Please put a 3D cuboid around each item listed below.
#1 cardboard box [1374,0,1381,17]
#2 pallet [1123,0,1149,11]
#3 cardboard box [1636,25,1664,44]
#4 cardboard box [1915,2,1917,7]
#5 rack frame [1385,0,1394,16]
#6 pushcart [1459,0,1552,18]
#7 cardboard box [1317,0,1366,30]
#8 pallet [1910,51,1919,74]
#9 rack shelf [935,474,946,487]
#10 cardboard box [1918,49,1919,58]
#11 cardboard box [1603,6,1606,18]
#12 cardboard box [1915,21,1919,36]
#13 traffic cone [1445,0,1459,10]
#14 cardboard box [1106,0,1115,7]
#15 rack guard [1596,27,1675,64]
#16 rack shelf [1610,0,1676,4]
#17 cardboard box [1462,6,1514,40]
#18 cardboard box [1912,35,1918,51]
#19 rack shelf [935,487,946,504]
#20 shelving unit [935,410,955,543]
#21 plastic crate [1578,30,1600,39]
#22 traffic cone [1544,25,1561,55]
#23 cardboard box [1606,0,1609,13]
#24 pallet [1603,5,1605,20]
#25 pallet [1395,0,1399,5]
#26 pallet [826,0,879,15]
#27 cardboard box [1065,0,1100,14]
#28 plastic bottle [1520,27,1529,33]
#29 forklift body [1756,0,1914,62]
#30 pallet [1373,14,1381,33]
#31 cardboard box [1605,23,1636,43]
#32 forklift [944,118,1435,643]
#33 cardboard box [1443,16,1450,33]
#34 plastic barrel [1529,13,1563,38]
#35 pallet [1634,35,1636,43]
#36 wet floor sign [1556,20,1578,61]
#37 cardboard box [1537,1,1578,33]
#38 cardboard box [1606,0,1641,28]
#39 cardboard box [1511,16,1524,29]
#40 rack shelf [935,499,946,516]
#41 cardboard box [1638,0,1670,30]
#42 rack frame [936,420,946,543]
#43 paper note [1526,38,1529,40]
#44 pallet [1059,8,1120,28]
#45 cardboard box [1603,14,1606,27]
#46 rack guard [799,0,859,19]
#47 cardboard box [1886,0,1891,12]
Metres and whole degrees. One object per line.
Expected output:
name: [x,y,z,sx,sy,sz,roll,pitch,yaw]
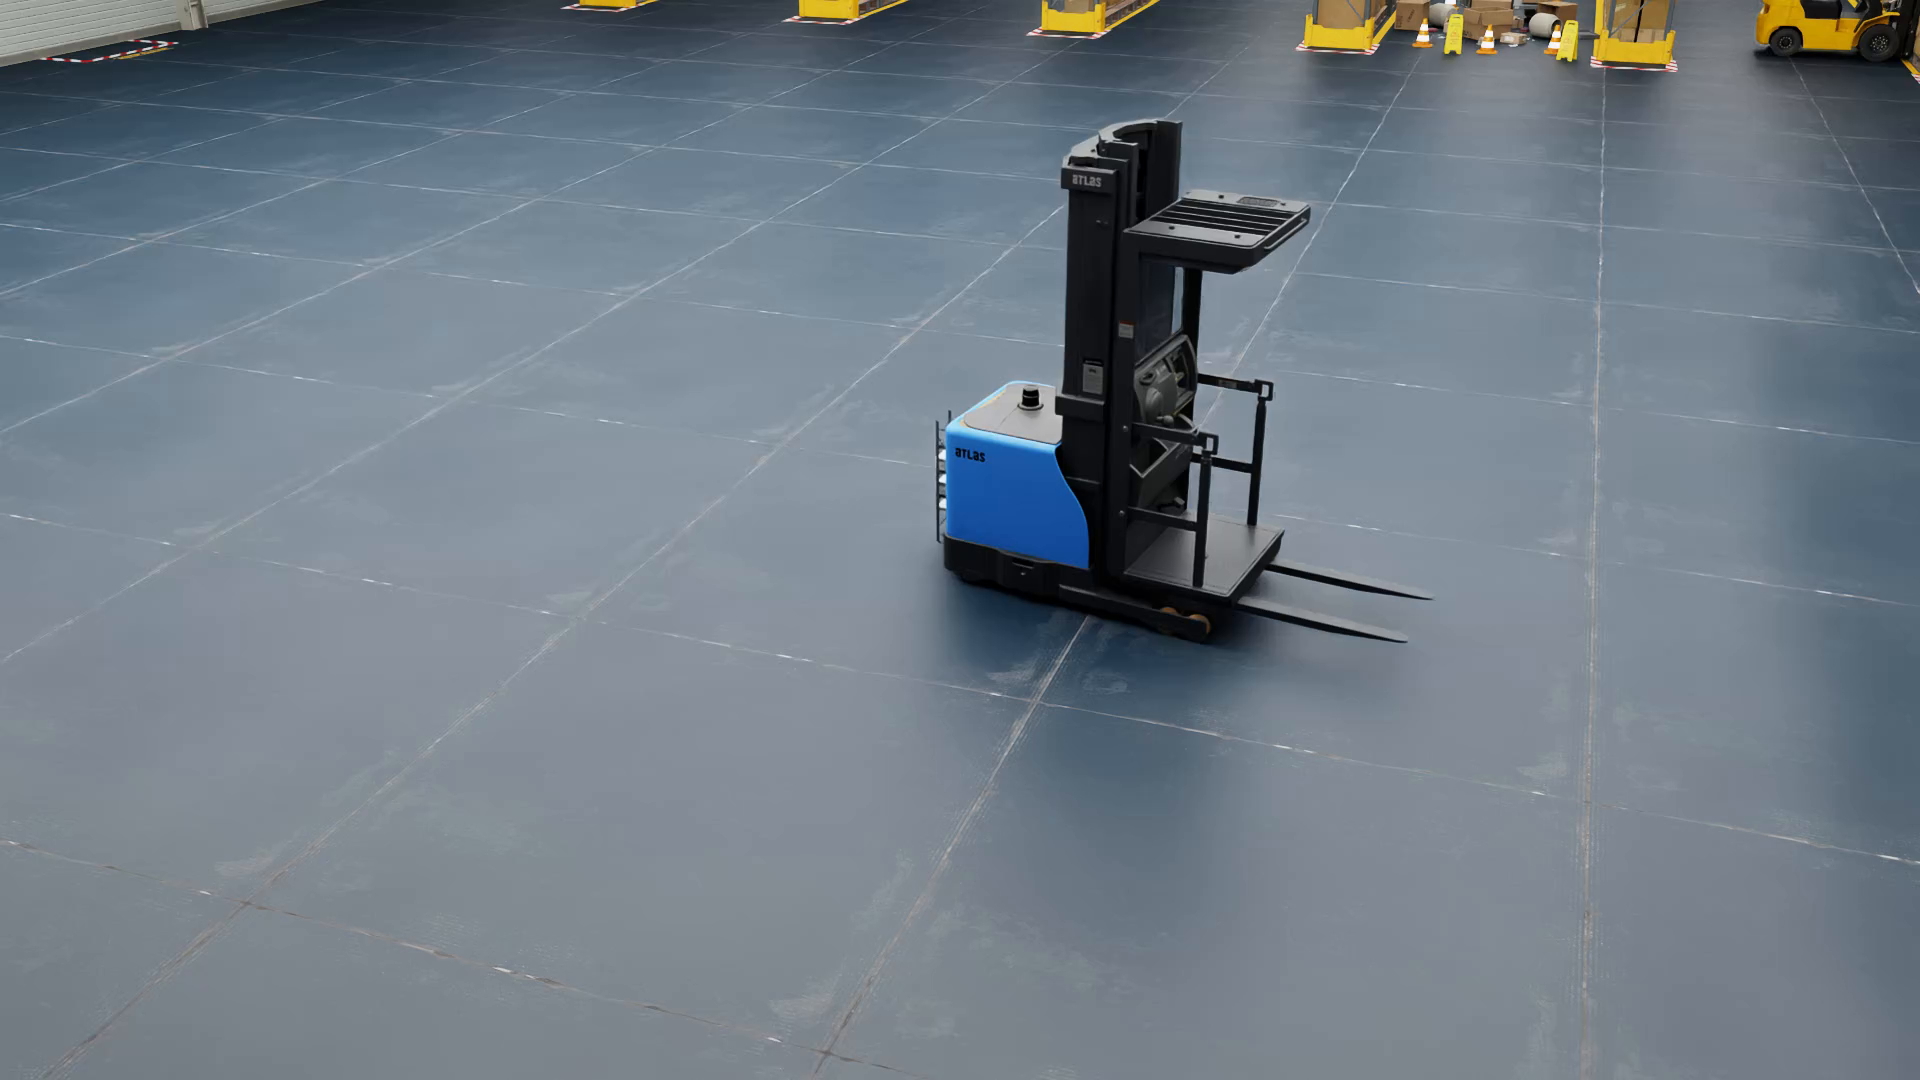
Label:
cardboard box: [7.507,-10.428,31.526,0.875,0.875,0.875,9,27,18]
pallet: [3.245,-11.039,34.032,1.003,0.211,1.213,9,27,17]
cardboard box: [11.978,-8.737,28.751,0.500,0.250,0.500,9,27,17]
cardboard box: [16.489,-9.039,28.226,0.500,0.250,0.500,8,27,16]
rack frame: [8.078,-11.815,32.433,1.000,3.000,0.127,9,27,17]
pushcart: [10.613,-10.268,32.248,1.648,0.377,0.936,0,26,-1]
cardboard box: [6.911,-9.692,30.005,0.875,0.875,0.875,9,27,18]
pallet: [16.346,-7.842,27.427,1.003,0.211,1.213,9,27,17]
rack shelf: [-0.010,-0.381,11.305,0.258,0.077,0.200,11,28,21]
cardboard box: [15.989,-7.967,27.159,0.500,0.250,0.500,9,27,18]
cardboard box: [12.329,-9.887,31.124,0.500,0.250,0.500,7,27,15]
cardboard box: [16.327,-8.618,27.930,0.500,0.250,0.500,8,27,16]
traffic cone: [9.949,-11.005,33.672,0.336,0.463,0.334,9,27,17]
cardboard box: [2.720,-10.755,32.631,0.500,0.500,0.500,11,28,22]
rack guard: [11.474,-8.401,28.251,1.175,0.500,0.348,9,27,17]
rack shelf: [12.114,-9.993,29.496,1.077,0.370,4.000,9,27,17]
cardboard box: [9.646,-9.460,30.434,0.797,0.503,0.637,-9,27,-18]
cardboard box: [16.339,-8.374,28.000,0.500,0.250,0.500,9,27,18]
rack shelf: [-0.010,-0.300,11.344,0.258,0.077,0.200,11,28,21]
shelving unit: [-0.010,-0.411,11.291,0.258,0.900,0.210,11,28,21]
plastic crate: [11.484,-9.298,30.586,0.402,0.080,0.583,0,26,-1]
traffic cone: [10.375,-8.717,28.946,0.336,0.463,0.334,9,27,17]
cardboard box: [11.814,-9.572,29.614,0.500,0.500,0.500,8,27,16]
pallet: [13.038,-10.203,32.305,1.003,0.211,1.213,9,27,17]
pallet: [8.668,-11.391,34.757,1.003,0.211,1.213,9,27,17]
pallet: [-2.311,-10.766,33.467,1.003,0.211,1.213,9,27,17]
cardboard box: [2.327,-10.250,31.588,0.500,0.500,0.500,14,29,27]
plastic bottle: [10.582,-9.557,31.143,0.133,0.061,0.283,14,29,26]
forklift body: [15.041,-9.438,28.499,2.313,2.155,1.214,9,27,17]
pallet: [7.347,-9.755,31.380,1.003,0.211,1.213,9,27,17]
cardboard box: [11.472,-8.827,28.936,0.500,0.250,0.500,9,27,17]
forklift: [1.438,-0.962,10.096,3.031,2.935,1.130,13,29,25]
cardboard box: [9.243,-9.611,31.018,0.396,0.266,0.258,14,29,26]
plastic barrel: [10.708,-9.403,30.409,0.421,0.421,0.512,-14,29,-27]
pallet: [11.778,-8.600,28.992,1.003,0.211,1.213,9,27,17]
wet floor sign: [10.377,-8.512,28.314,0.267,0.644,0.232,20,32,35]
cardboard box: [11.140,-9.771,31.079,0.500,0.500,0.500,-14,29,-27]
cardboard box: [11.469,-9.151,28.744,0.500,0.500,0.500,9,27,18]
cardboard box: [10.485,-9.884,31.584,0.258,0.266,0.396,-9,27,-18]
rack shelf: [-0.010,-0.219,11.384,0.258,0.077,0.200,11,28,21]
cardboard box: [11.985,-9.085,28.608,0.500,0.500,0.500,8,27,16]
rack frame: [-0.050,-0.371,11.207,0.240,0.900,0.006,11,28,21]
paper note: [10.310,-9.158,30.365,0.148,0.019,0.142,20,32,35]
pallet: [2.433,-10.037,31.961,1.003,0.211,1.213,9,27,17]
cardboard box: [11.813,-9.245,29.799,0.500,0.250,0.500,8,27,16]
rack guard: [-2.586,-10.563,32.716,1.175,0.500,0.348,9,27,17]
cardboard box: [17.890,-10.074,31.081,0.875,0.625,0.625,8,27,17]
